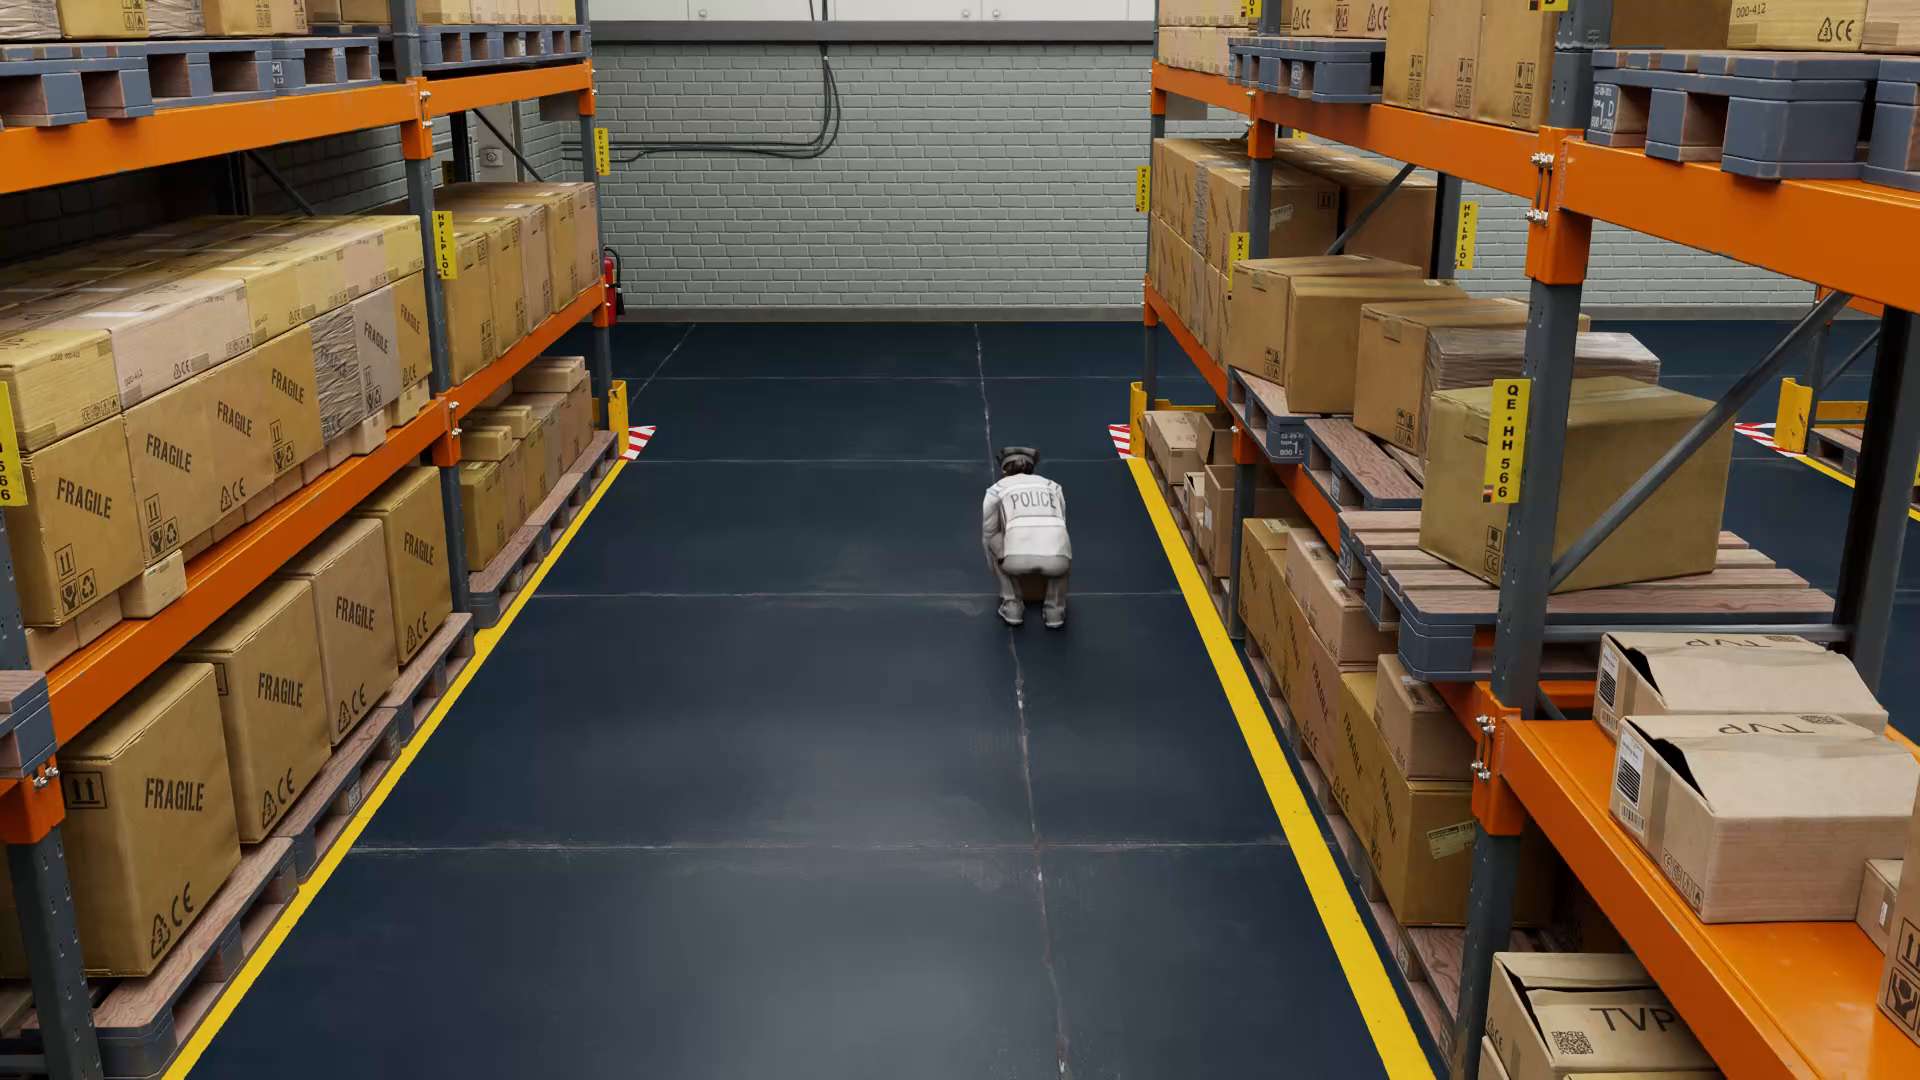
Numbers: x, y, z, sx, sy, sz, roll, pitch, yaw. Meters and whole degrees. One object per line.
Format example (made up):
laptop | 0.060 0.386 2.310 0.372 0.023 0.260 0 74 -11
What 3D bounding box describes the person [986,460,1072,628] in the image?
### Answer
person | 0.376 0.052 8.999 0.468 0.853 0.879 0 17 -1
